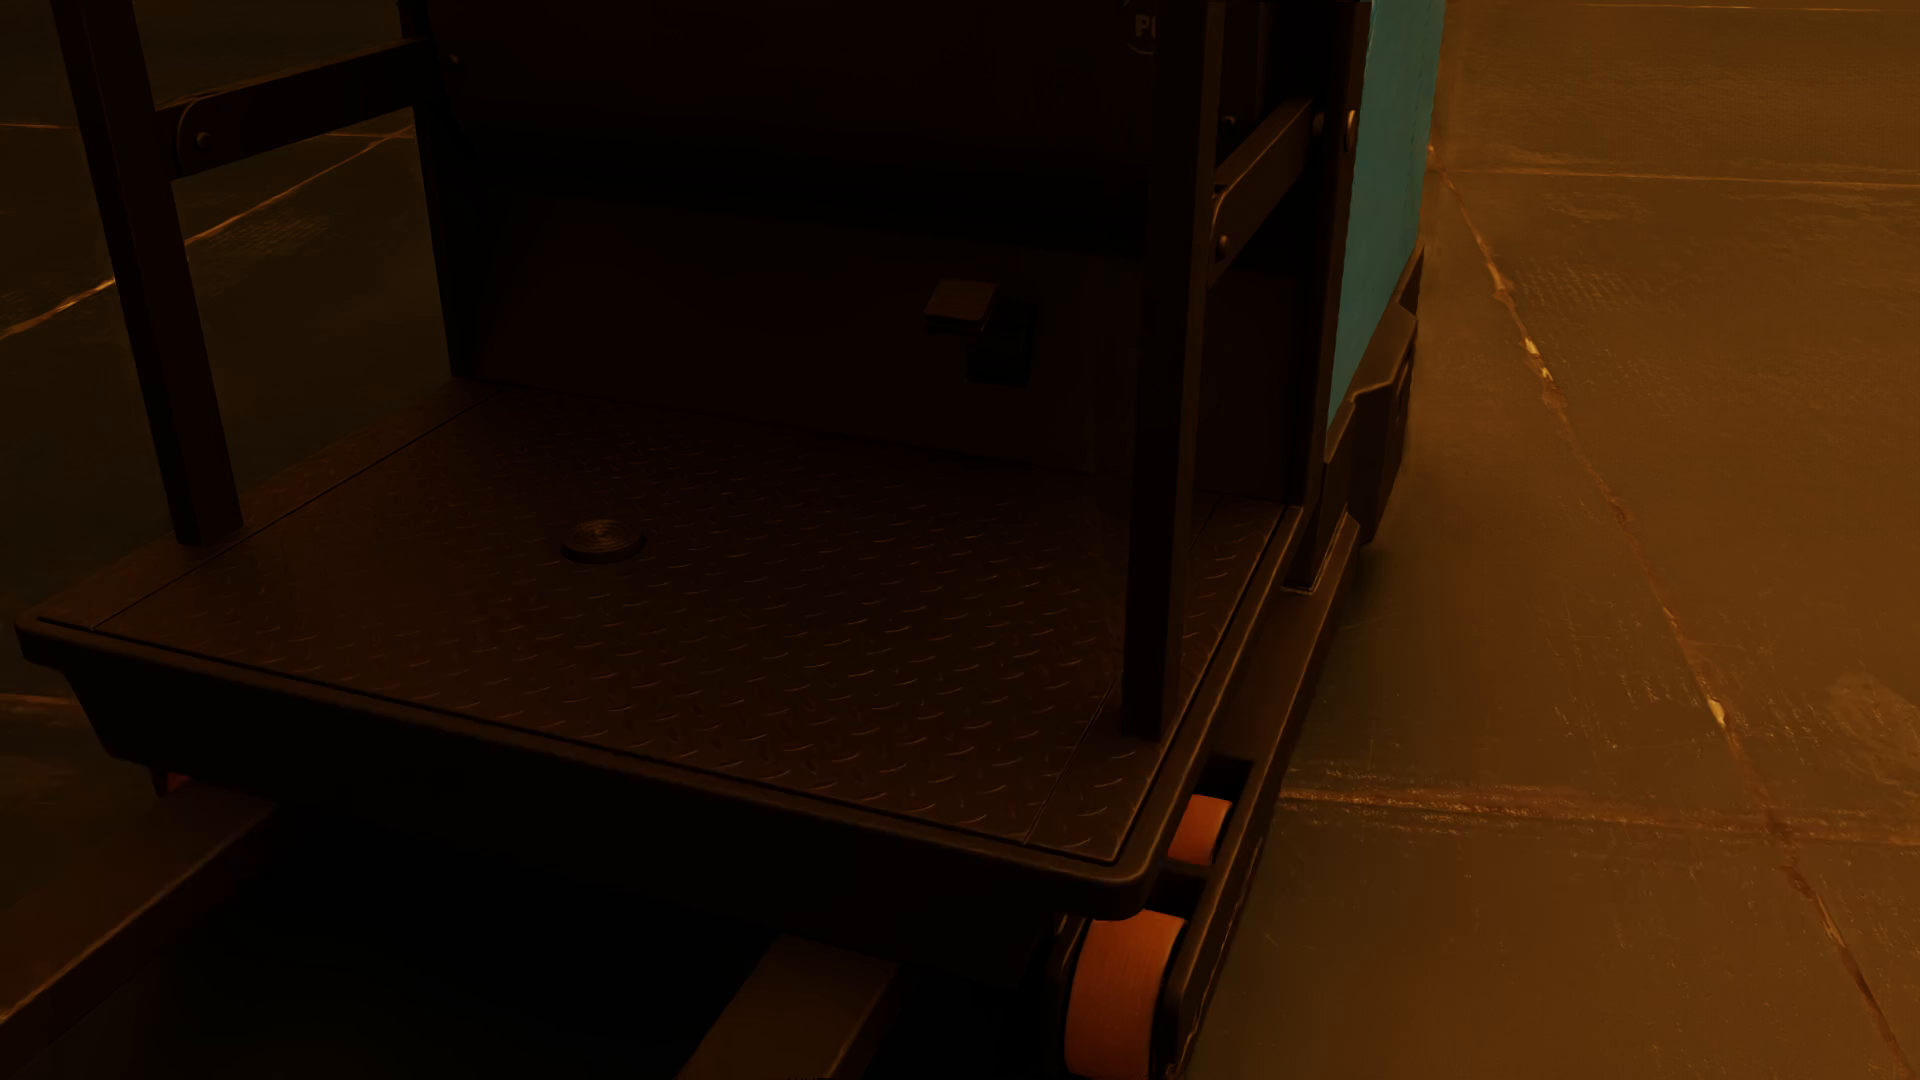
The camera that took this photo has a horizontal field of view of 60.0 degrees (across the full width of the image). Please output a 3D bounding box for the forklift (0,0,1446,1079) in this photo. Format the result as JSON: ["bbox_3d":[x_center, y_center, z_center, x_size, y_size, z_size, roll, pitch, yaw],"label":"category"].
[{"bbox_3d":[-0.211,-1.026,1.273,1.130,2.935,3.031,10,28,19],"label":"forklift"}]
